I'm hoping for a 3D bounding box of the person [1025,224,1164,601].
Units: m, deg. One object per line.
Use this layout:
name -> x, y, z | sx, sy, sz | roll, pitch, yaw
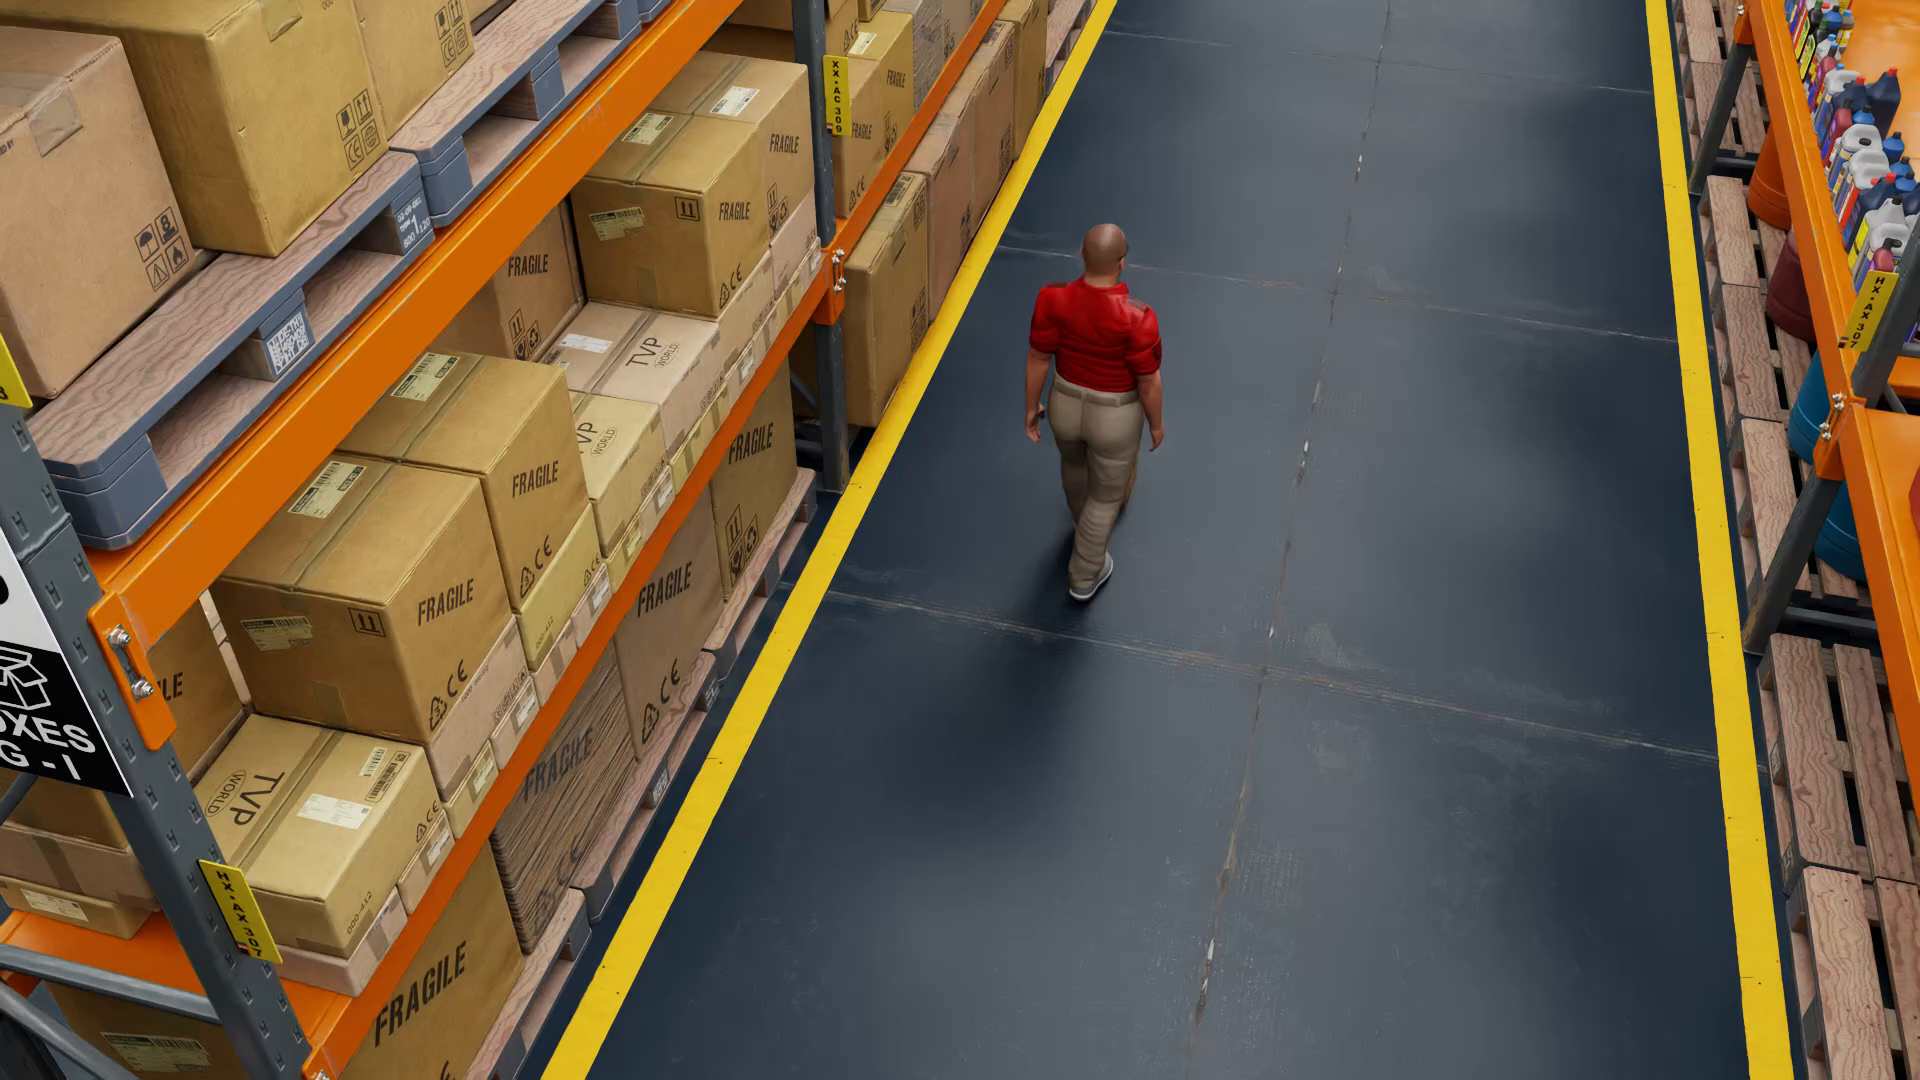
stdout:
person -> 0.629, -0.606, 6.860 | 0.551, 1.715, 0.732 | 20, 45, 22
